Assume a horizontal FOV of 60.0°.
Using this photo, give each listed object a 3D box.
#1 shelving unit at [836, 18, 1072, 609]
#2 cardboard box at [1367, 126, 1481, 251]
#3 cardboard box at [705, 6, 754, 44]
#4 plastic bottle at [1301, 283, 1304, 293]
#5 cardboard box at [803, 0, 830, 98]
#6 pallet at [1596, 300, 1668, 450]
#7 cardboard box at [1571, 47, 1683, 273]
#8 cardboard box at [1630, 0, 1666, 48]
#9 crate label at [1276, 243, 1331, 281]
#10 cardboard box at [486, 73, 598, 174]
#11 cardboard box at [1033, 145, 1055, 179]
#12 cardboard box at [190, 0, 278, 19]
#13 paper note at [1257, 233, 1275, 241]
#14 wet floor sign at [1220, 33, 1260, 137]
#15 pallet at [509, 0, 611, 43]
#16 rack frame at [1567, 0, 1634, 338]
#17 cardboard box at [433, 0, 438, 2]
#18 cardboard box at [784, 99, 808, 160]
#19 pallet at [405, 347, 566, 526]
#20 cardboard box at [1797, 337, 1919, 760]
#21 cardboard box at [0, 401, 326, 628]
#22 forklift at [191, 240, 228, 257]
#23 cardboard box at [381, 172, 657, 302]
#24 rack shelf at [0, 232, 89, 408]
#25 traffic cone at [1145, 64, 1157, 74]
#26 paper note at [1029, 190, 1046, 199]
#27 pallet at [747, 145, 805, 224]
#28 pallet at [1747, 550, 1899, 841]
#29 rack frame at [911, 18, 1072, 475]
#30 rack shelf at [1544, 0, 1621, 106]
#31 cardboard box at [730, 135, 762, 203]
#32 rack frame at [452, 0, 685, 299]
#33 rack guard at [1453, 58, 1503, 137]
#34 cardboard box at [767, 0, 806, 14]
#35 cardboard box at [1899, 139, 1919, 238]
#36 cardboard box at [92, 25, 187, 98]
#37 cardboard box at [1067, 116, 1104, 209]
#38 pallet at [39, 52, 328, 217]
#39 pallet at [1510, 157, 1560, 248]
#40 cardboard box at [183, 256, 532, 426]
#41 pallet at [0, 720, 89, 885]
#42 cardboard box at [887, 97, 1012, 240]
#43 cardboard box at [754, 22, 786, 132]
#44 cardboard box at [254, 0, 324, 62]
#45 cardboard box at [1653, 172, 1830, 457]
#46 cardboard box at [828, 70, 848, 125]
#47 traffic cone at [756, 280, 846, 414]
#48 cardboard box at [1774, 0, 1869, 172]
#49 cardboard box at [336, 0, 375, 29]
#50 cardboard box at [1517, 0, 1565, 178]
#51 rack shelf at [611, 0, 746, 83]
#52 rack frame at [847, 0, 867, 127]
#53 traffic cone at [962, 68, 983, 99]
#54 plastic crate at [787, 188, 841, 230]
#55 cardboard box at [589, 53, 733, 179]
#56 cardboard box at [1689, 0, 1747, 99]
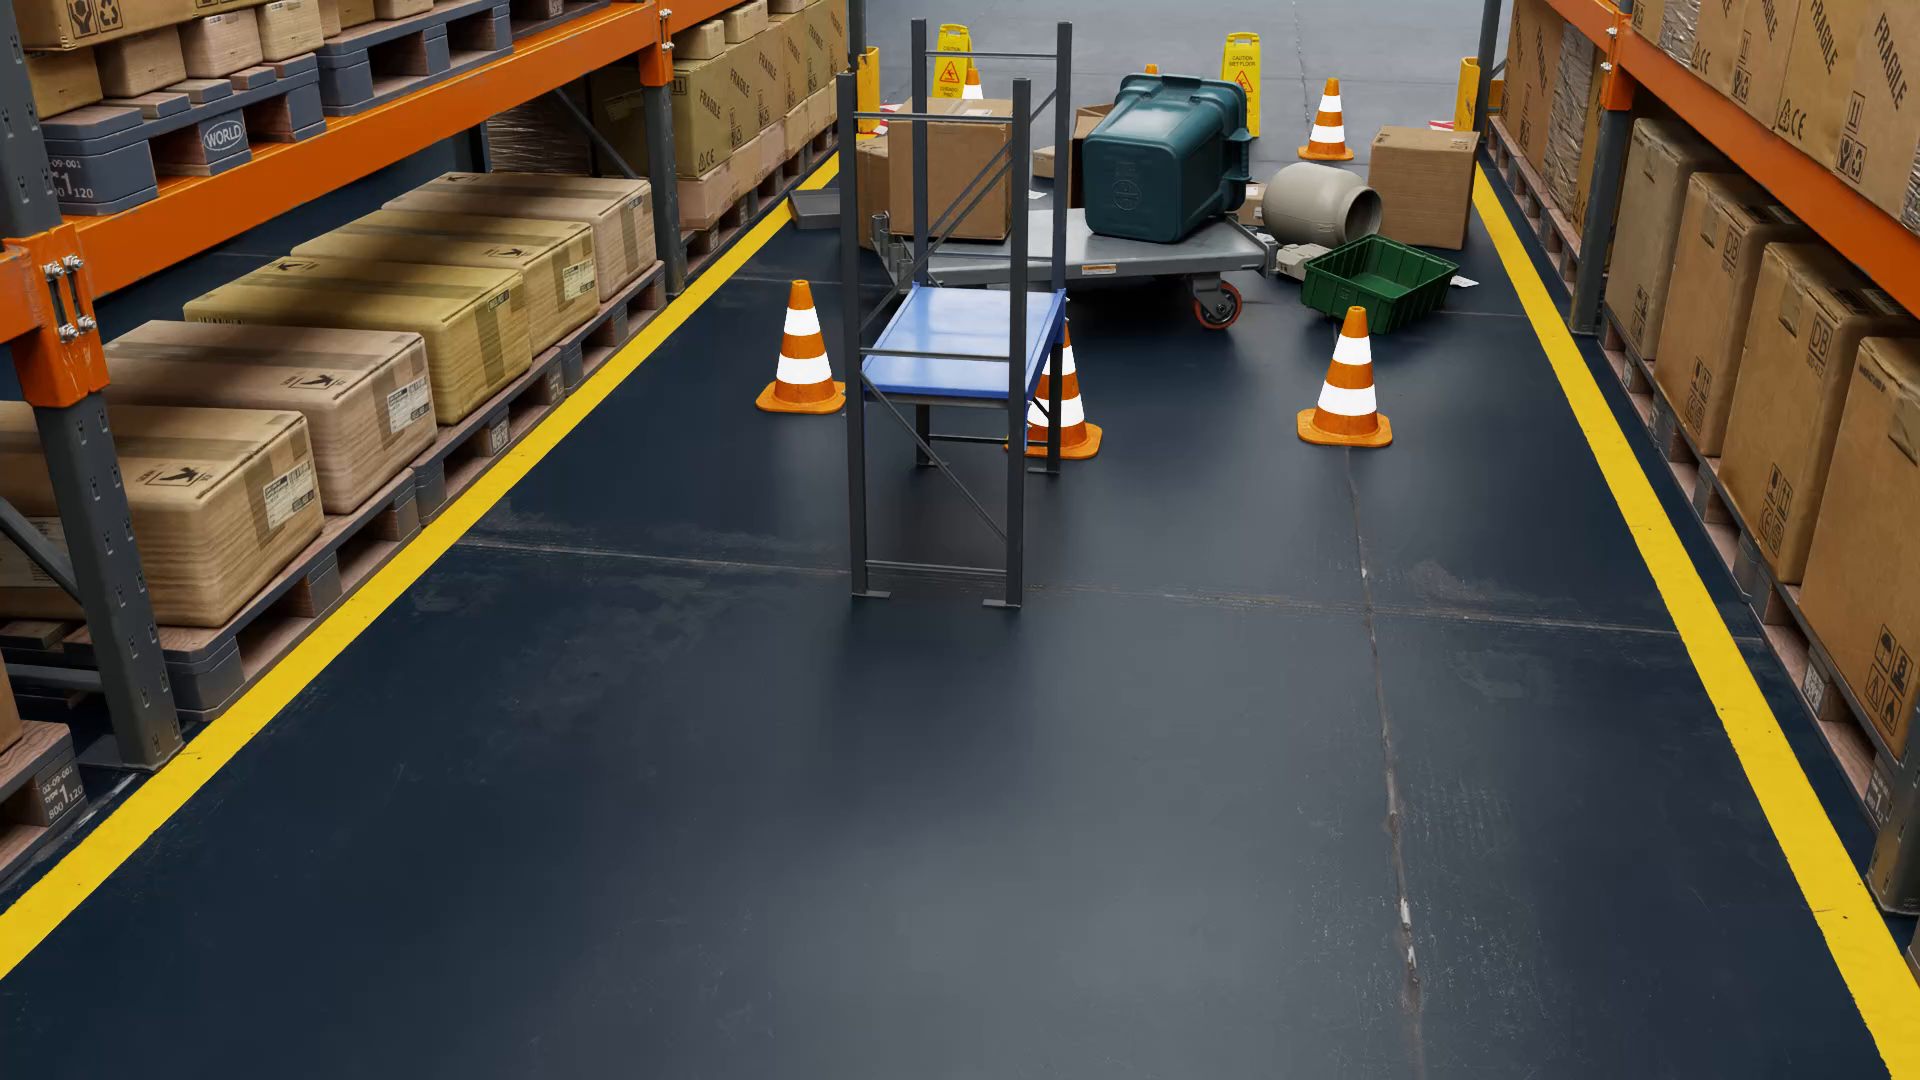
[{"bbox_3d":[0.014,-0.715,5.008,0.538,1.500,1.048,4,25,9],"label":"shelving unit"},{"bbox_3d":[2.362,-1.811,8.527,0.500,0.500,0.500,8,26,18],"label":"cardboard box"},{"bbox_3d":[-1.254,-2.592,8.348,0.380,0.149,0.250,5,26,11],"label":"cardboard box"},{"bbox_3d":[1.677,-1.111,7.552,0.133,0.061,0.283,-9,27,-19],"label":"plastic bottle"},{"bbox_3d":[-1.081,-2.909,9.789,0.500,0.500,0.500,5,26,10],"label":"cardboard box"},{"bbox_3d":[3.069,-0.631,6.350,1.003,0.211,1.213,4,25,9],"label":"pallet"},{"bbox_3d":[3.293,-1.708,7.372,0.875,0.875,0.875,4,25,9],"label":"cardboard box"},{"bbox_3d":[2.770,-2.066,6.008,0.500,0.500,0.500,4,25,9],"label":"cardboard box"},{"bbox_3d":[1.650,-1.316,7.900,0.298,0.136,0.250,-14,29,-27],"label":"crate label"},{"bbox_3d":[-1.947,-2.073,8.005,0.500,0.500,0.500,4,25,8],"label":"cardboard box"},{"bbox_3d":[0.654,-2.217,9.810,0.380,0.149,0.250,19,31,35],"label":"cardboard box"},{"bbox_3d":[-2.053,-1.611,4.189,0.500,0.500,0.500,5,26,11],"label":"cardboard box"},{"bbox_3d":[1.538,-1.569,8.574,0.172,0.023,0.155,13,28,26],"label":"paper note"},{"bbox_3d":[1.826,-2.978,10.851,0.267,0.644,0.232,0,25,-1],"label":"wet floor sign"},{"bbox_3d":[-2.047,-2.126,6.481,1.003,0.211,1.213,4,25,9],"label":"pallet"},{"bbox_3d":[3.121,-2.222,6.459,1.000,3.000,0.127,4,25,9],"label":"rack frame"},{"bbox_3d":[-1.916,-1.836,5.435,0.380,0.149,0.250,3,25,7],"label":"cardboard box"},{"bbox_3d":[-1.164,-2.349,9.477,0.500,0.250,0.500,3,25,7],"label":"cardboard box"},{"bbox_3d":[-2.102,-0.422,5.903,1.003,0.211,1.213,4,25,9],"label":"pallet"},{"bbox_3d":[2.656,0.031,3.804,1.050,0.750,0.750,4,25,8],"label":"cardboard box"},{"bbox_3d":[-2.330,-0.085,4.499,0.950,0.372,0.625,2,25,5],"label":"cardboard box"},{"bbox_3d":[-4.307,-2.733,7.632,1.130,2.935,3.031,4,25,8],"label":"forklift"},{"bbox_3d":[-1.862,-1.303,7.100,0.950,0.372,0.625,4,25,9],"label":"cardboard box"},{"bbox_3d":[-2.759,0.312,1.893,1.077,0.370,4.000,4,25,9],"label":"rack shelf"},{"bbox_3d":[1.228,-2.843,10.778,0.336,0.463,0.334,4,25,9],"label":"traffic cone"},{"bbox_3d":[0.397,-1.968,9.431,0.148,0.019,0.142,13,28,26],"label":"paper note"},{"bbox_3d":[-1.507,-2.055,9.391,1.003,0.211,1.213,4,25,9],"label":"pallet"},{"bbox_3d":[2.671,0.389,4.169,1.003,0.211,1.213,4,25,9],"label":"pallet"},{"bbox_3d":[0.097,-0.928,5.462,0.500,1.500,0.032,4,25,9],"label":"rack frame"},{"bbox_3d":[3.448,-2.733,8.398,1.077,0.370,4.000,4,25,9],"label":"rack shelf"},{"bbox_3d":[-1.340,-1.920,8.561,0.500,0.250,0.500,5,26,11],"label":"cardboard box"},{"bbox_3d":[-1.779,-2.523,7.101,1.000,3.000,0.127,4,25,9],"label":"rack frame"},{"bbox_3d":[3.779,-2.773,10.584,1.175,0.500,0.348,4,25,9],"label":"rack guard"},{"bbox_3d":[-1.081,-3.048,9.321,0.380,0.149,0.250,5,26,11],"label":"cardboard box"},{"bbox_3d":[2.276,-0.801,3.306,0.500,0.500,0.500,4,25,9],"label":"cardboard box"},{"bbox_3d":[-2.117,-1.165,4.002,0.380,0.149,0.250,2,25,5],"label":"cardboard box"},{"bbox_3d":[0.941,-1.825,8.395,0.797,0.637,0.503,4,25,9],"label":"cardboard box"},{"bbox_3d":[-2.421,-1.068,4.220,1.213,0.211,1.003,4,25,9],"label":"pallet"},{"bbox_3d":[3.520,-1.783,8.811,1.003,0.211,1.213,4,25,9],"label":"pallet"},{"bbox_3d":[-2.088,-0.711,5.836,0.950,0.372,0.625,5,26,10],"label":"cardboard box"},{"bbox_3d":[-2.636,0.738,3.425,1.003,0.211,1.213,4,25,9],"label":"pallet"},{"bbox_3d":[-0.018,-1.623,7.234,0.500,0.500,0.500,4,25,9],"label":"cardboard box"},{"bbox_3d":[-1.254,-2.477,8.867,0.500,0.500,0.500,5,26,11],"label":"cardboard box"},{"bbox_3d":[-1.961,-1.390,4.482,0.380,0.149,0.250,4,25,9],"label":"cardboard box"},{"bbox_3d":[2.947,-0.724,5.418,1.050,0.750,0.750,4,25,9],"label":"cardboard box"},{"bbox_3d":[-0.996,-2.774,10.386,0.500,0.250,0.500,4,25,8],"label":"cardboard box"},{"bbox_3d":[-0.600,-0.758,6.324,0.336,0.463,0.334,4,25,9],"label":"traffic cone"},{"bbox_3d":[2.441,-1.219,4.198,0.500,0.500,0.500,4,25,8],"label":"cardboard box"},{"bbox_3d":[-1.991,-1.617,4.967,0.380,0.149,0.250,5,26,11],"label":"cardboard box"},{"bbox_3d":[3.587,-2.467,8.992,0.875,0.875,0.875,4,25,8],"label":"cardboard box"},{"bbox_3d":[-1.452,-3.033,9.041,1.077,0.370,4.000,4,25,9],"label":"rack shelf"},{"bbox_3d":[-1.125,-4.196,10.675,1.000,3.000,0.127,4,25,9],"label":"rack frame"},{"bbox_3d":[0.077,-2.778,10.638,0.336,0.463,0.334,4,25,9],"label":"traffic cone"},{"bbox_3d":[-0.713,-1.800,9.002,0.402,0.080,0.583,-5,25,-10],"label":"plastic crate"},{"bbox_3d":[-1.416,-2.035,7.923,0.500,0.500,0.500,5,26,11],"label":"cardboard box"},{"bbox_3d":[2.604,-1.646,5.110,0.500,0.500,0.500,4,25,8],"label":"cardboard box"}]
